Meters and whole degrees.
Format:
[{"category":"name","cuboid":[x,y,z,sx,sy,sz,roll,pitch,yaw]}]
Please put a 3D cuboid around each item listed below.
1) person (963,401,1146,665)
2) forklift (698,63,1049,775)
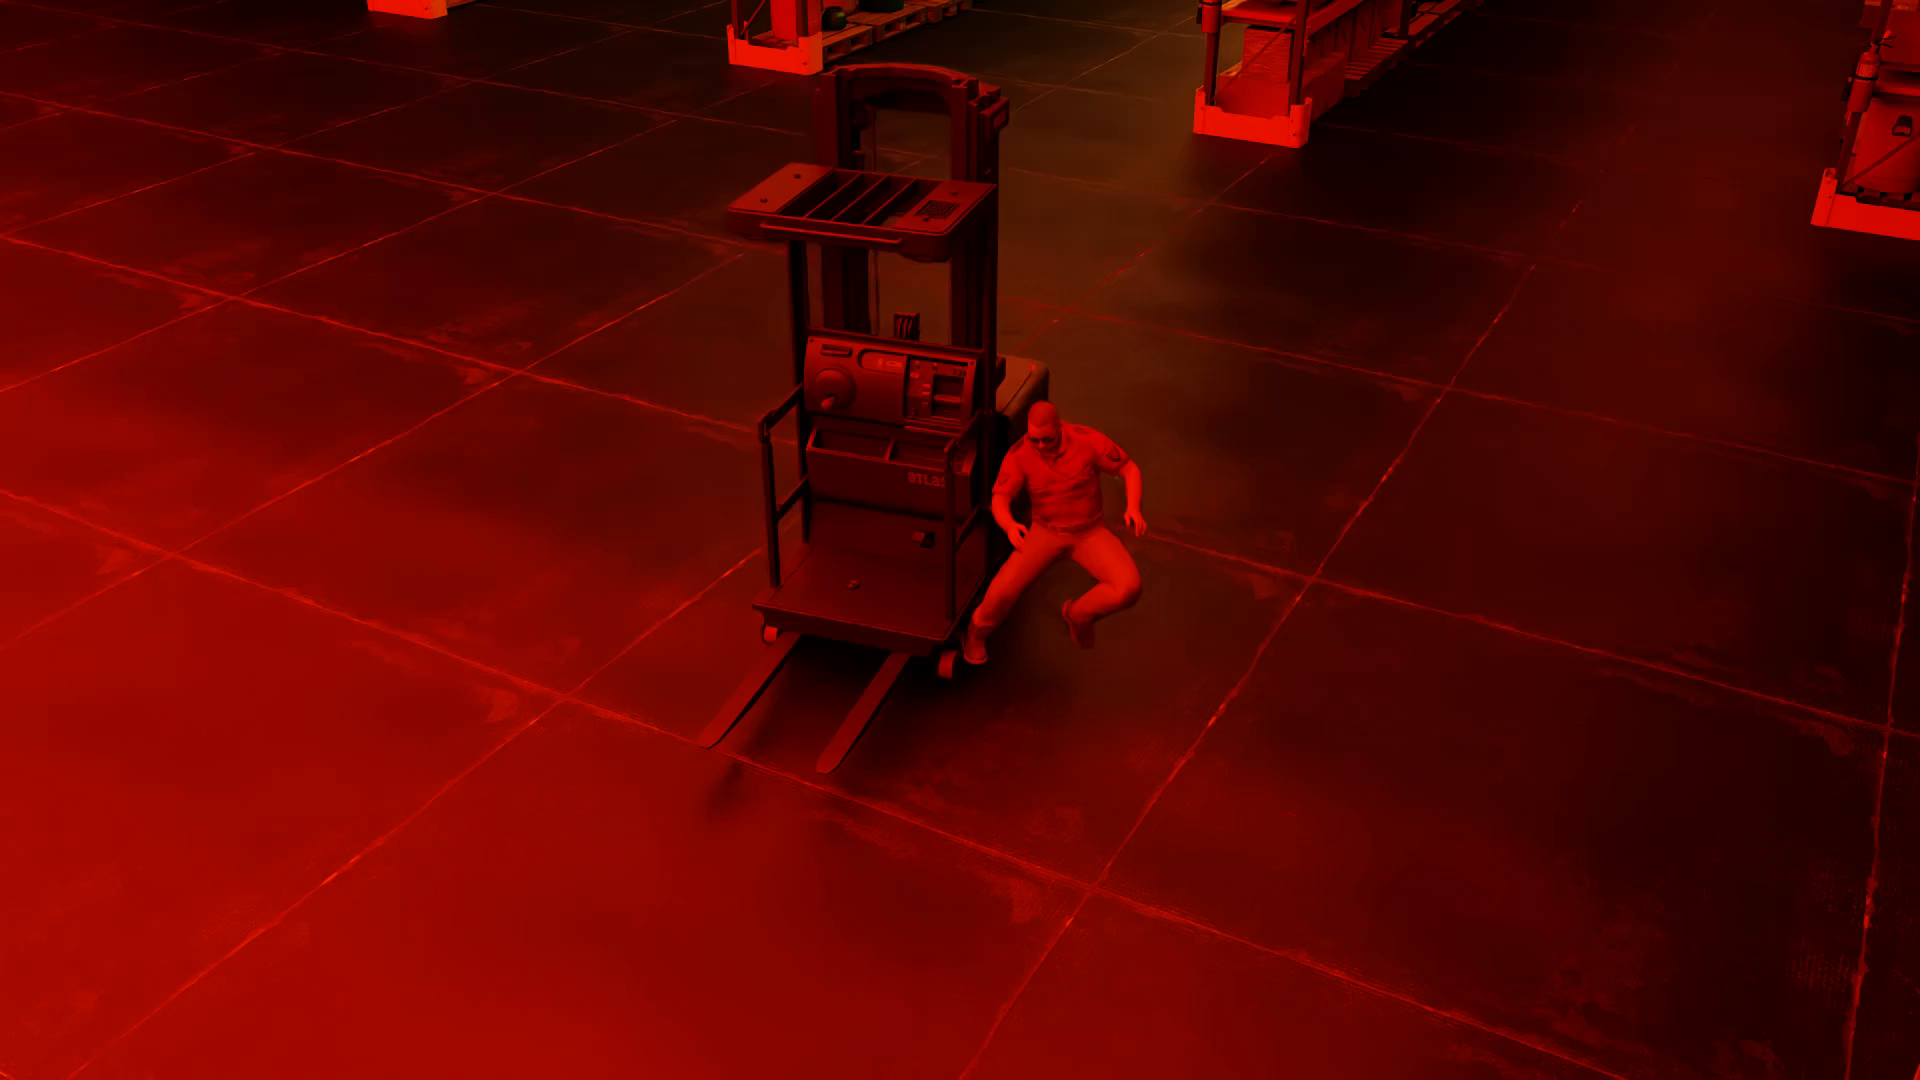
[{"category":"person","cuboid":[0.478,0.020,8.447,0.917,1.459,0.789,3,30,4]},{"category":"forklift","cuboid":[-0.431,-0.764,8.394,1.130,2.935,3.031,10,31,16]}]
